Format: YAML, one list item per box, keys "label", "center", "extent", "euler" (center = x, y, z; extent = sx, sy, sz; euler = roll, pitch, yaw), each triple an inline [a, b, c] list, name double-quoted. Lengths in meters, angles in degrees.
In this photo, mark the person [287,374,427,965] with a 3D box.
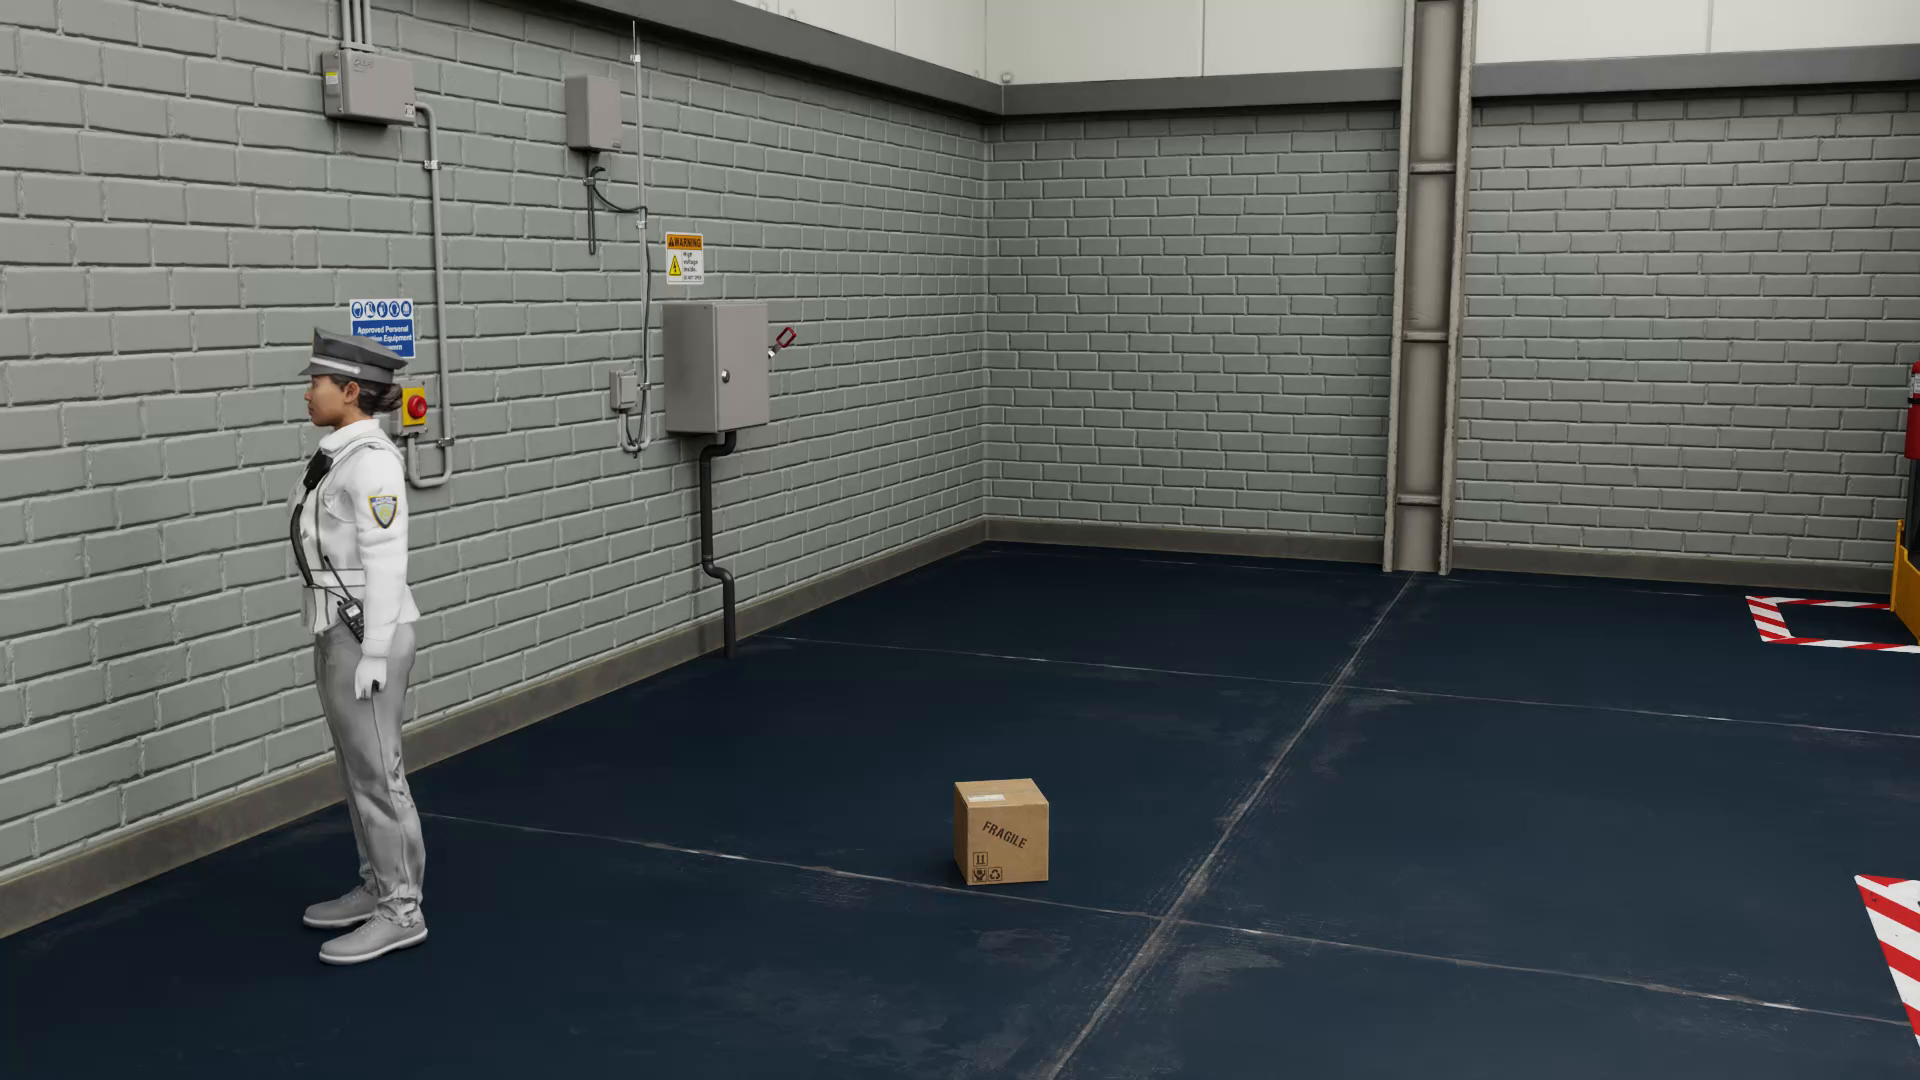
- label: "person"
  center: [-1.638, 0.289, 4.504]
  extent: [0.327, 1.660, 0.465]
  euler: [-5, 10, -28]
